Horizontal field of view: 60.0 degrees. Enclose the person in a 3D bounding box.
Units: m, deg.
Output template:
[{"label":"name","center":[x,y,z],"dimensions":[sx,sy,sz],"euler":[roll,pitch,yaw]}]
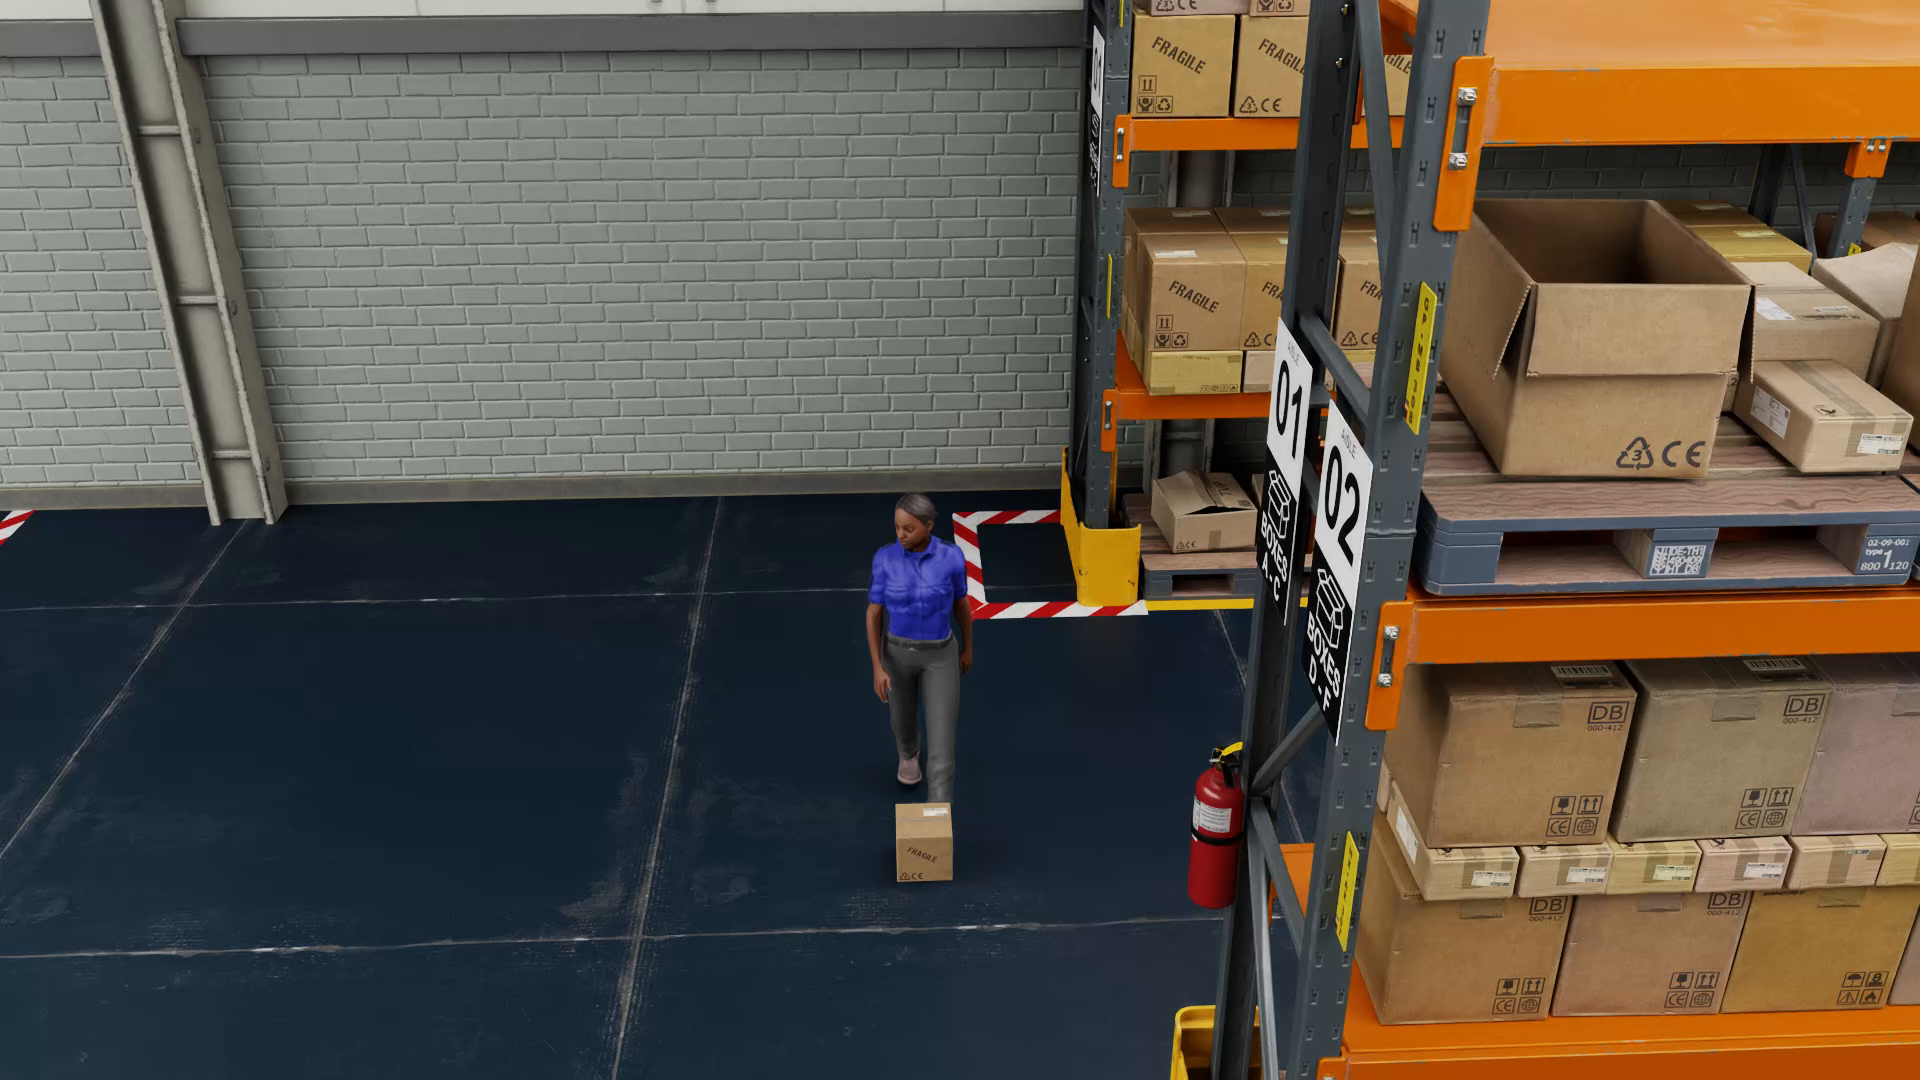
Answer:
[{"label":"person","center":[-0.192,0.574,7.551],"dimensions":[0.476,1.622,0.927],"euler":[2,28,3]}]
